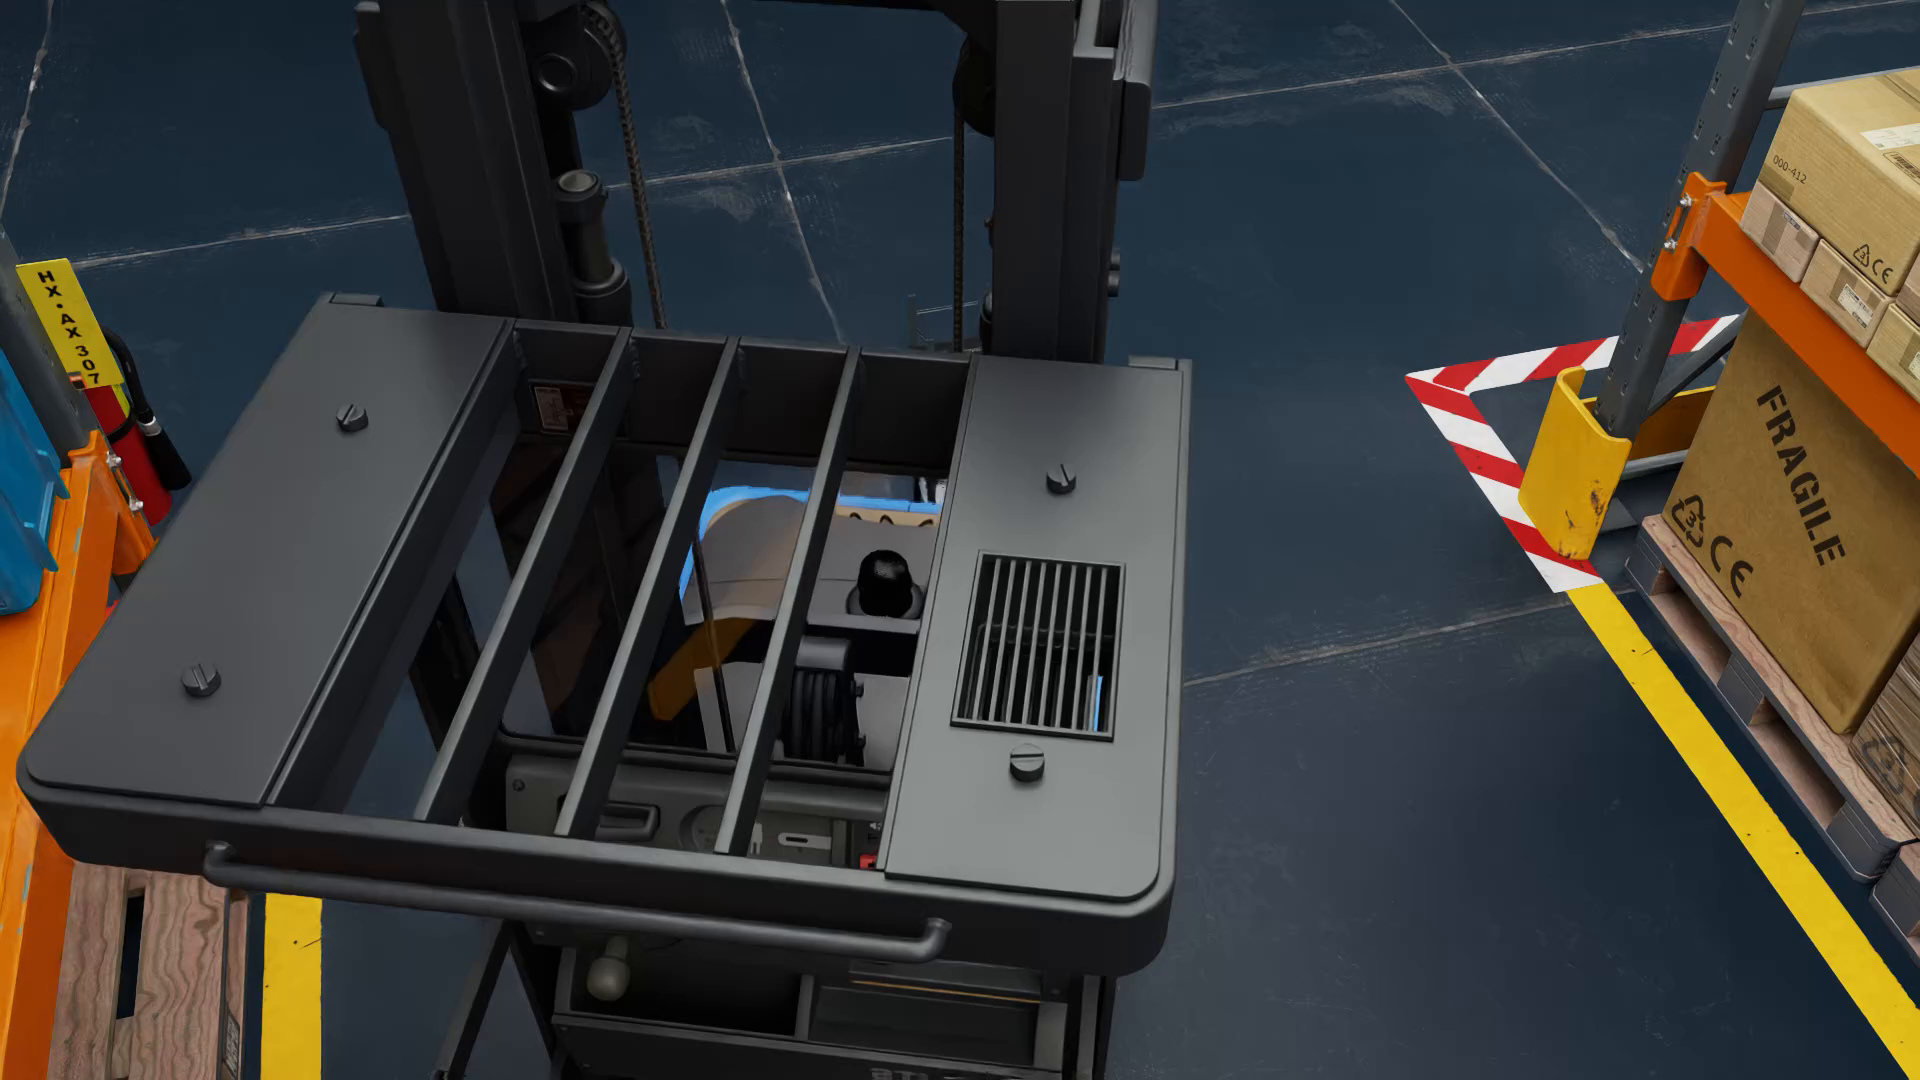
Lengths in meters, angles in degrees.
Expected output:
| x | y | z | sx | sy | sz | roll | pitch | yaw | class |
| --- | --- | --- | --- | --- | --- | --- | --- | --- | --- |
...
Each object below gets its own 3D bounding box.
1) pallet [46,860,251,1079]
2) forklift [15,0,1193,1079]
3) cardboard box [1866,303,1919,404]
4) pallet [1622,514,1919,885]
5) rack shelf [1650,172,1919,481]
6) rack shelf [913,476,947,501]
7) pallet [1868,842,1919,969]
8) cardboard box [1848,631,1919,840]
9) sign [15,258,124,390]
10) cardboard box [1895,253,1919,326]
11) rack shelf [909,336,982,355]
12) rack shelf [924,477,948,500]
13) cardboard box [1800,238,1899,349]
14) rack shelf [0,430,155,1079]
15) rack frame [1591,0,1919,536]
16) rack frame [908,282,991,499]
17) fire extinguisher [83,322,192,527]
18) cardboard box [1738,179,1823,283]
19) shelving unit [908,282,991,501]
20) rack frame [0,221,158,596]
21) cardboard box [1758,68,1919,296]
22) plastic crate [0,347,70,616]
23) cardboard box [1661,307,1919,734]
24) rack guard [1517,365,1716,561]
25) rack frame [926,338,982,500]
| x | y | z | sx | sy | sz | roll | pitch | yaw | class |
| --- | --- | --- | --- | --- | --- | --- | --- | --- | --- |
| -2.210 | 1.275 | 3.853 | 1.003 | 0.211 | 1.213 | -11 | 47 | -10 | pallet |
| -0.297 | 0.673 | 2.538 | 1.130 | 2.935 | 3.031 | 5 | 46 | 5 | forklift |
| 2.309 | -0.436 | 3.753 | 0.380 | 0.149 | 0.250 | -12 | 47 | -11 | cardboard box |
| 2.685 | 0.330 | 4.778 | 1.003 | 0.211 | 1.213 | -11 | 47 | -10 | pallet |
| 2.917 | 0.449 | 3.213 | 1.077 | 0.370 | 4.000 | -11 | 47 | -10 | rack shelf |
| -0.002 | -0.171 | 5.086 | 0.258 | 0.077 | 0.200 | -11 | 47 | -10 | rack shelf |
| 2.994 | 1.171 | 3.954 | 1.003 | 0.211 | 1.213 | -11 | 47 | -10 | pallet |
| 2.879 | 0.469 | 3.884 | 0.875 | 0.875 | 0.875 | -11 | 47 | -10 | cardboard box |
| -1.856 | -0.447 | 3.473 | 0.100 | 0.325 | 0.005 | -11 | 47 | -10 | sign |
| 2.406 | -0.496 | 3.533 | 0.500 | 0.250 | 0.500 | -11 | 47 | -11 | cardboard box |
| -0.002 | -0.486 | 4.765 | 0.258 | 0.077 | 0.200 | -11 | 47 | -10 | rack shelf |
| -0.002 | -0.234 | 5.022 | 0.258 | 0.077 | 0.200 | -11 | 47 | -10 | rack shelf |
| 2.244 | -0.613 | 3.926 | 0.380 | 0.149 | 0.250 | -11 | 47 | -11 | cardboard box |
| -1.871 | 1.355 | 2.326 | 1.077 | 0.370 | 4.000 | -11 | 47 | -10 | rack shelf |
| 2.405 | -1.183 | 4.309 | 1.000 | 3.000 | 0.127 | -11 | 47 | -10 | rack frame |
| -0.028 | -0.391 | 5.003 | 0.240 | 0.900 | 0.006 | -11 | 47 | -10 | rack frame |
| -1.983 | -0.307 | 3.766 | 0.296 | 0.674 | 0.183 | -11 | 47 | -10 | fire extinguisher |
| 2.176 | -0.790 | 4.100 | 0.380 | 0.149 | 0.250 | -10 | 46 | -10 | cardboard box |
| -0.002 | -0.321 | 4.934 | 0.258 | 0.900 | 0.210 | -11 | 47 | -10 | shelving unit |
| -2.383 | -0.278 | 3.422 | 1.000 | 3.000 | 0.127 | -11 | 47 | -10 | rack frame |
| 2.266 | -0.854 | 3.884 | 0.500 | 0.250 | 0.500 | -12 | 47 | -11 | cardboard box |
| -2.117 | -0.114 | 3.195 | 0.616 | 0.435 | 0.499 | -11 | 47 | -10 | plastic crate |
| 2.646 | -0.159 | 4.500 | 0.875 | 0.875 | 0.875 | -11 | 47 | -10 | cardboard box |
| 2.398 | -0.325 | 5.218 | 1.175 | 0.500 | 0.348 | -11 | 47 | -10 | rack guard |
| 0.024 | -0.250 | 4.865 | 0.240 | 0.900 | 0.006 | -11 | 47 | -10 | rack frame |
